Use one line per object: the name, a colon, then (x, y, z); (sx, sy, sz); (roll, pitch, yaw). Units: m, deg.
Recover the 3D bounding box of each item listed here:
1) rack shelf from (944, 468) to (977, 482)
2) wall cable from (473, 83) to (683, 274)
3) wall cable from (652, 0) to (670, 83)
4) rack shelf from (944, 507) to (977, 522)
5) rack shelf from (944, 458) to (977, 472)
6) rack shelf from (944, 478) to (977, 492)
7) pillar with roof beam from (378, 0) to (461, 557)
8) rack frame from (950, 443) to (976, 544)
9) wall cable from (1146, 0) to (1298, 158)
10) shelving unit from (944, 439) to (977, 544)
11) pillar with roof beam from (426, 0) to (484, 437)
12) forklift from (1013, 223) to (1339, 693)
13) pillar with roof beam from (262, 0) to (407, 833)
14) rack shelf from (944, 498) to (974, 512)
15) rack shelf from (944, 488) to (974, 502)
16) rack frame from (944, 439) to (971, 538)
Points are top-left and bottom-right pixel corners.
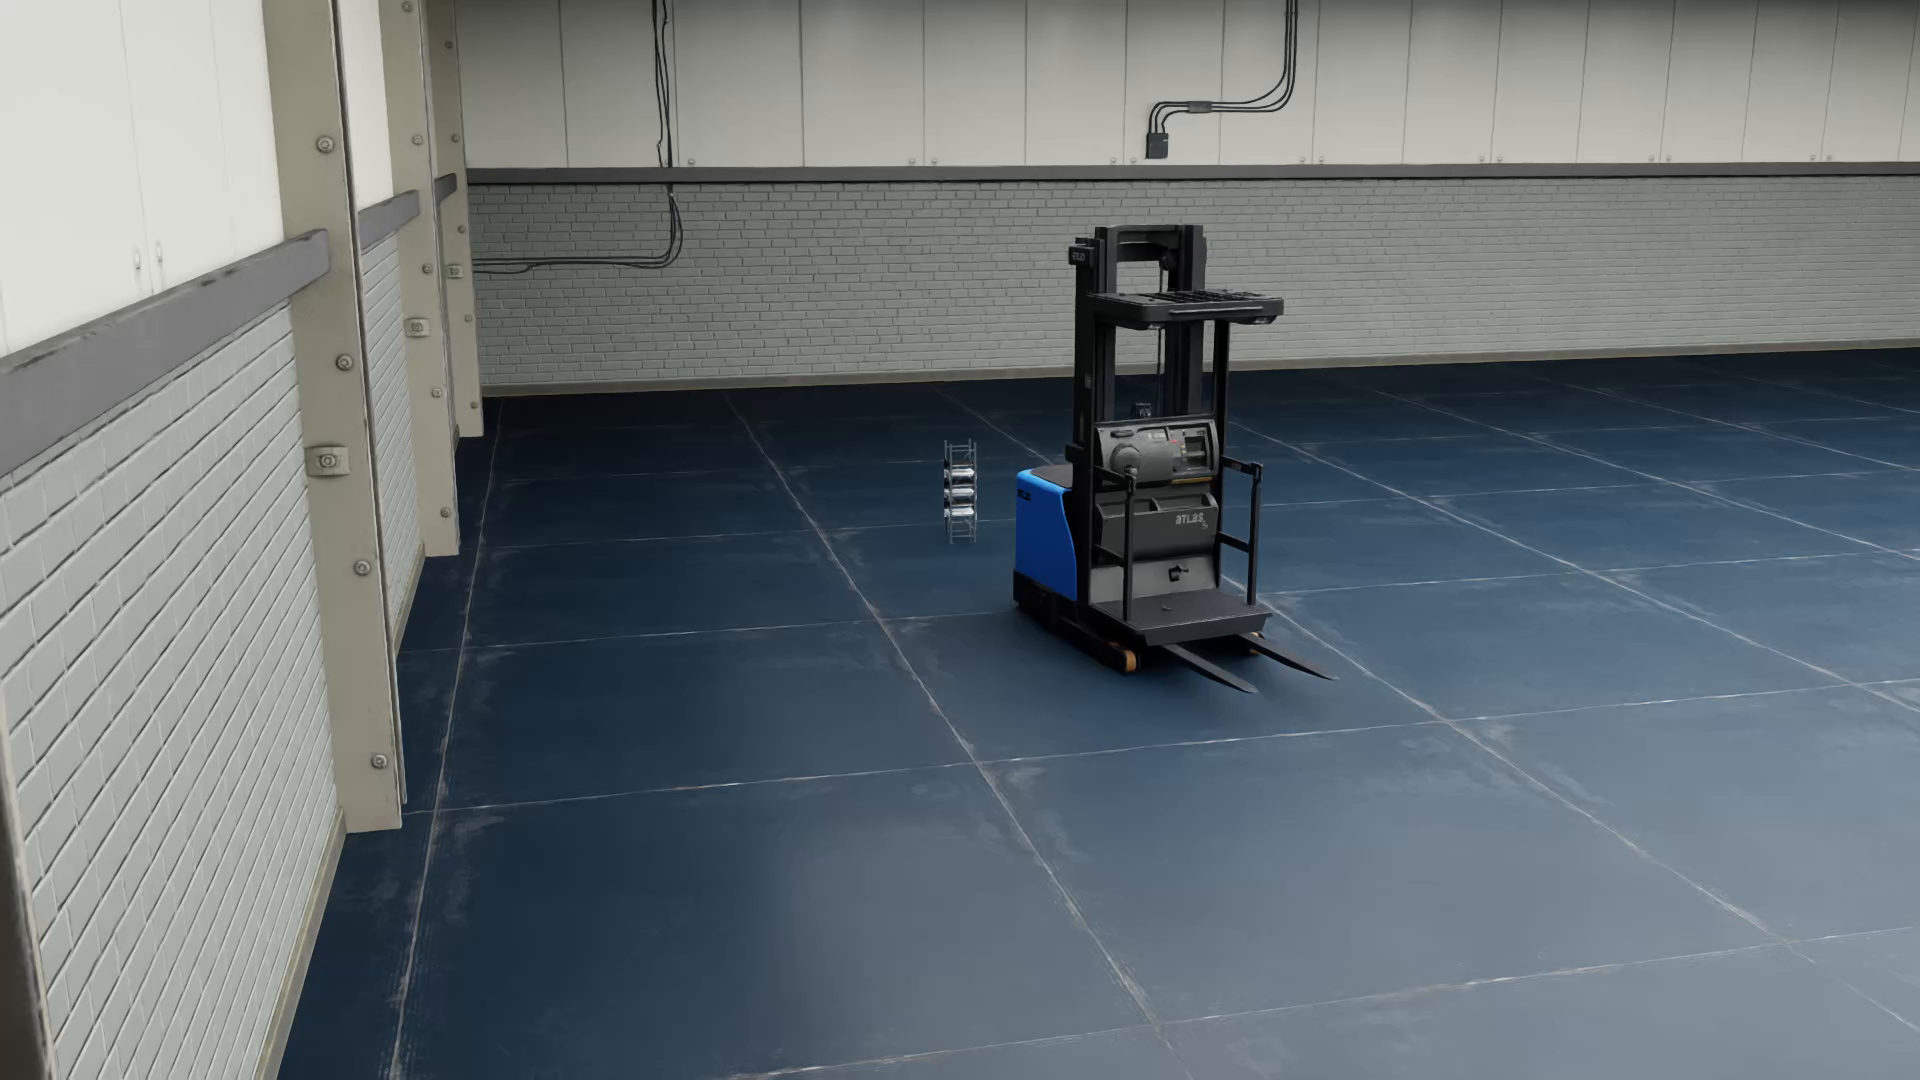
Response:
rack shelf: (0.002, -0.578, 14.778); (0.258, 0.077, 0.200); (-3, 14, -13)
wall cable: (-5.356, -4.908, 22.598); (3.097, 2.526, 0.112); (-3, 14, -13)
wall cable: (-2.727, -7.512, 22.616); (3.097, 2.526, 0.112); (-3, 14, -13)
rack shelf: (0.002, -0.228, 14.863); (0.258, 0.077, 0.200); (-3, 14, -13)
rack shelf: (0.002, -0.665, 14.756); (0.258, 0.077, 0.200); (-3, 14, -13)
rack shelf: (0.002, -0.490, 14.799); (0.258, 0.077, 0.200); (-3, 14, -13)
pillar with roof beam: (-0.356, -4.519, 14.463); (9.100, 9.000, 0.400); (-3, 14, -13)
rack frame: (0.026, -0.412, 14.717); (0.240, 0.900, 0.006); (-3, 14, -13)
wall cable: (3.875, -8.594, 23.977); (2.305, 6.003, 0.169); (-3, 14, -13)
shelving unit: (0.002, -0.435, 14.813); (0.258, 0.900, 0.210); (-3, 14, -13)
pillar with roof beam: (-1.765, -5.903, 20.129); (9.100, 9.000, 0.400); (-3, 14, -13)
forklift: (1.466, -0.636, 11.353); (1.130, 2.935, 3.031); (-6, 15, -23)
pillar with roof beam: (1.053, -3.135, 8.798); (9.100, 9.000, 0.400); (-3, 14, -13)
rack shelf: (0.002, -0.315, 14.842); (0.258, 0.077, 0.200); (-3, 14, -13)
rack shelf: (0.002, -0.403, 14.820); (0.258, 0.077, 0.200); (-3, 14, -13)
rack frame: (-0.022, -0.459, 14.909); (0.240, 0.900, 0.006); (-3, 14, -13)
